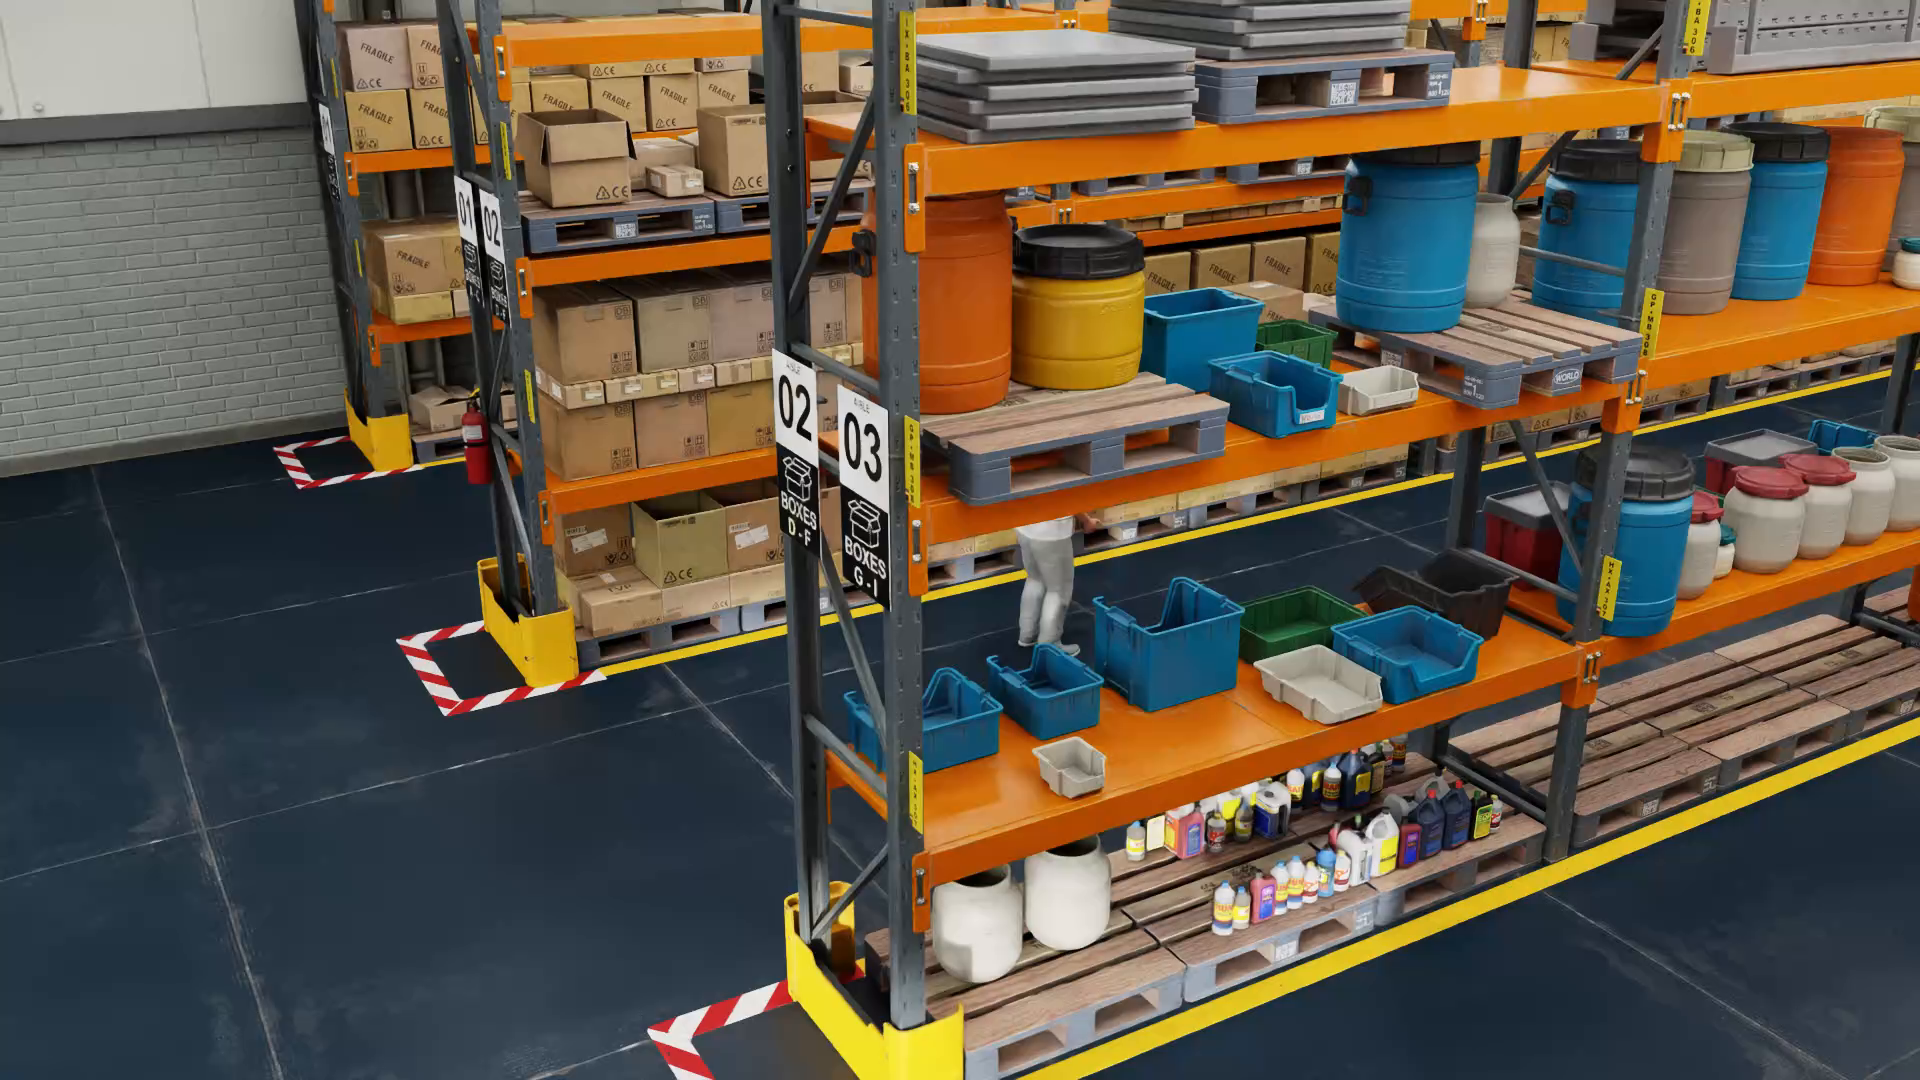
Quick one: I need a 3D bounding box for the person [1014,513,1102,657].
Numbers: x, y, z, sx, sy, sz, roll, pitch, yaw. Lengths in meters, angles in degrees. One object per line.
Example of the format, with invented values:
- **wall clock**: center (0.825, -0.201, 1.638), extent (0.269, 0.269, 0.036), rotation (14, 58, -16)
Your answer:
- **person**: center (0.638, -0.075, 11.242), extent (0.573, 1.767, 0.494), rotation (-12, 25, -28)
